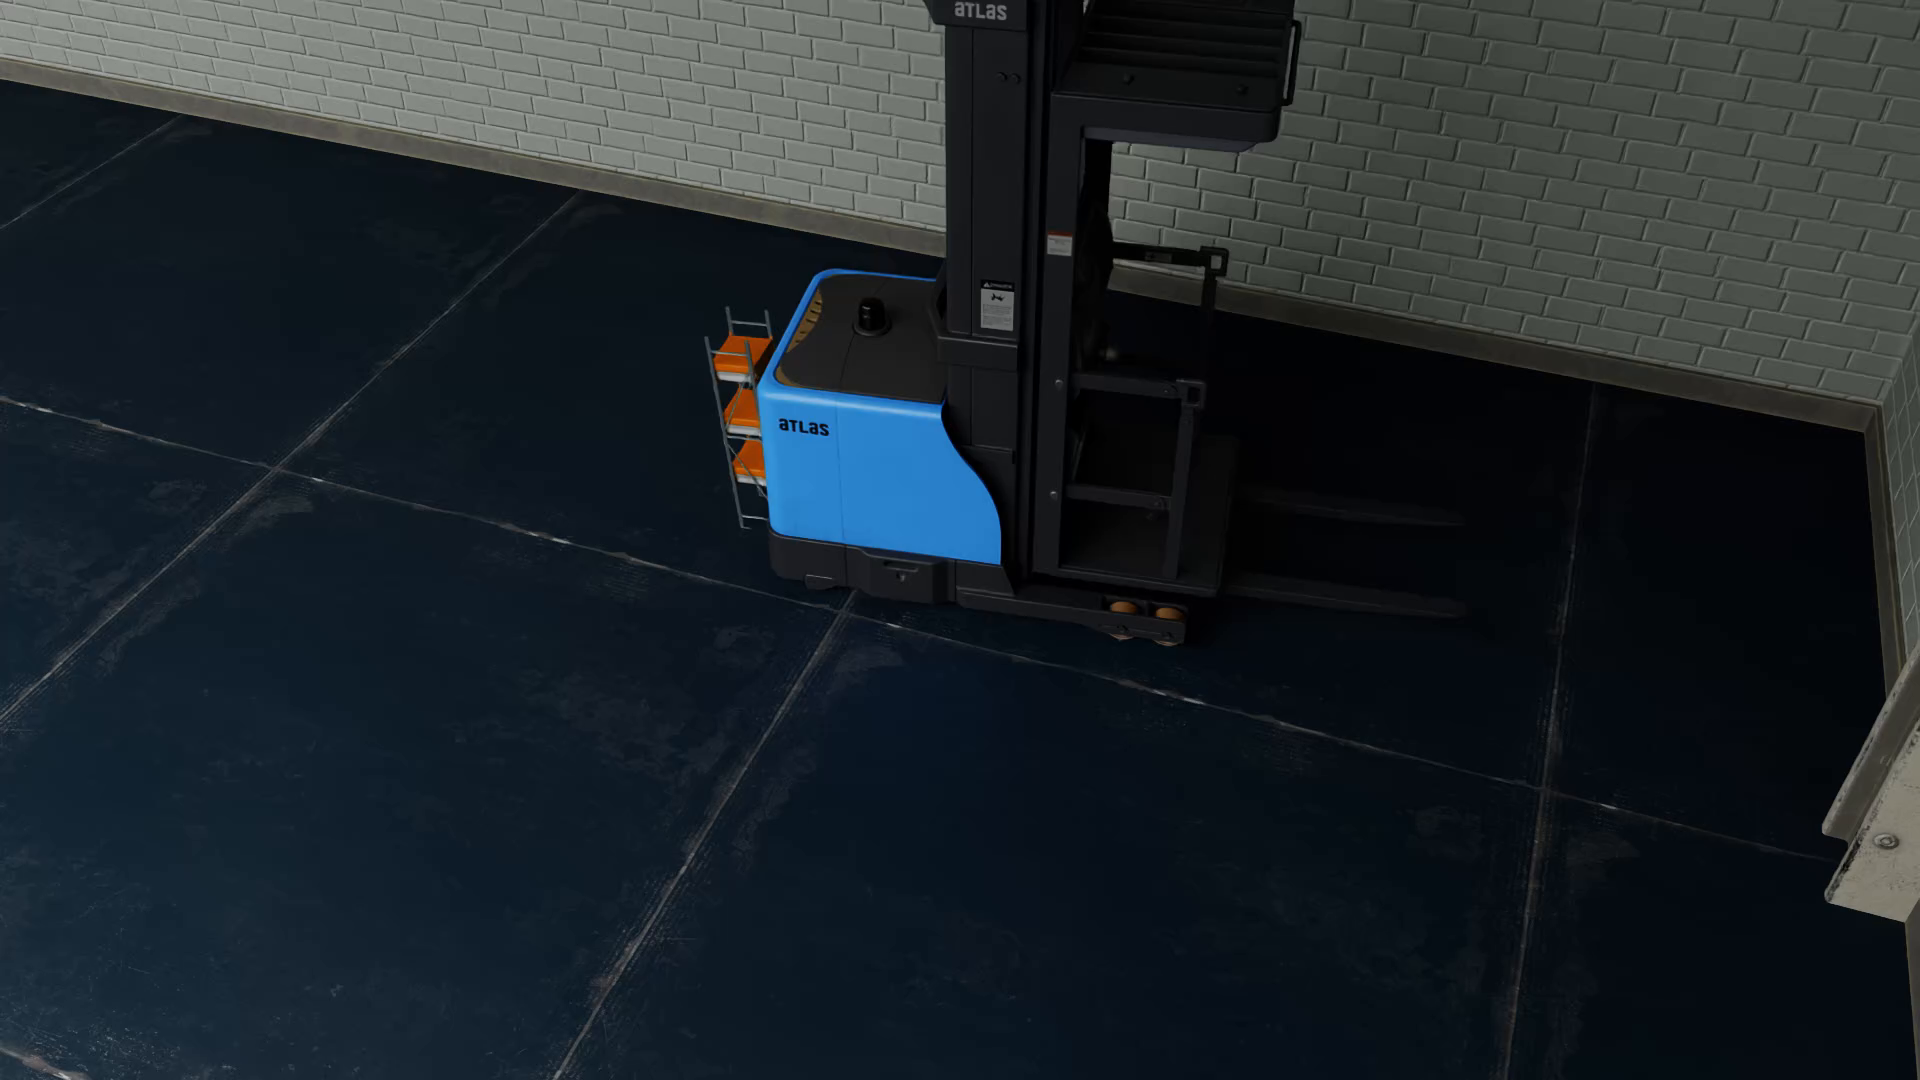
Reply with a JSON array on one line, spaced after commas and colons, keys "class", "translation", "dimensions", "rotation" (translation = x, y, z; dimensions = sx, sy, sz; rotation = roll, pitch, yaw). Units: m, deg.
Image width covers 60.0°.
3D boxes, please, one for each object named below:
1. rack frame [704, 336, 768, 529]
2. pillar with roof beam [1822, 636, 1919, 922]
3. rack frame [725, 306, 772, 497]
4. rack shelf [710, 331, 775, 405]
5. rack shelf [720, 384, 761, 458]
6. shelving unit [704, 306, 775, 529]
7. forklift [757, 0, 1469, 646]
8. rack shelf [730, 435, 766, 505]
[{"class": "rack frame", "translation": [-0.961, -0.452, 7.413], "dimensions": [0.200, 1.050, 0.008], "rotation": [7, 41, 14]}, {"class": "pillar with roof beam", "translation": [-0.639, -3.131, 4.440], "dimensions": [9.100, 9.000, 0.400], "rotation": [13, 42, 15]}, {"class": "rack frame", "translation": [-0.897, -0.604, 7.593], "dimensions": [0.200, 1.050, 0.008], "rotation": [7, 41, 14]}, {"class": "rack shelf", "translation": [-0.946, -0.739, 7.330], "dimensions": [0.215, 0.259, 0.240], "rotation": [7, 41, 14]}, {"class": "rack shelf", "translation": [-0.928, -0.520, 7.510], "dimensions": [0.215, 0.259, 0.240], "rotation": [7, 41, 14]}, {"class": "shelving unit", "translation": [-0.929, -0.528, 7.503], "dimensions": [0.215, 1.050, 0.252], "rotation": [7, 41, 14]}, {"class": "forklift", "translation": [0.720, -1.037, 6.661], "dimensions": [3.031, 2.935, 1.130], "rotation": [8, 41, 9]}, {"class": "rack shelf", "translation": [-0.910, -0.305, 7.685], "dimensions": [0.215, 0.259, 0.240], "rotation": [7, 41, 14]}]
